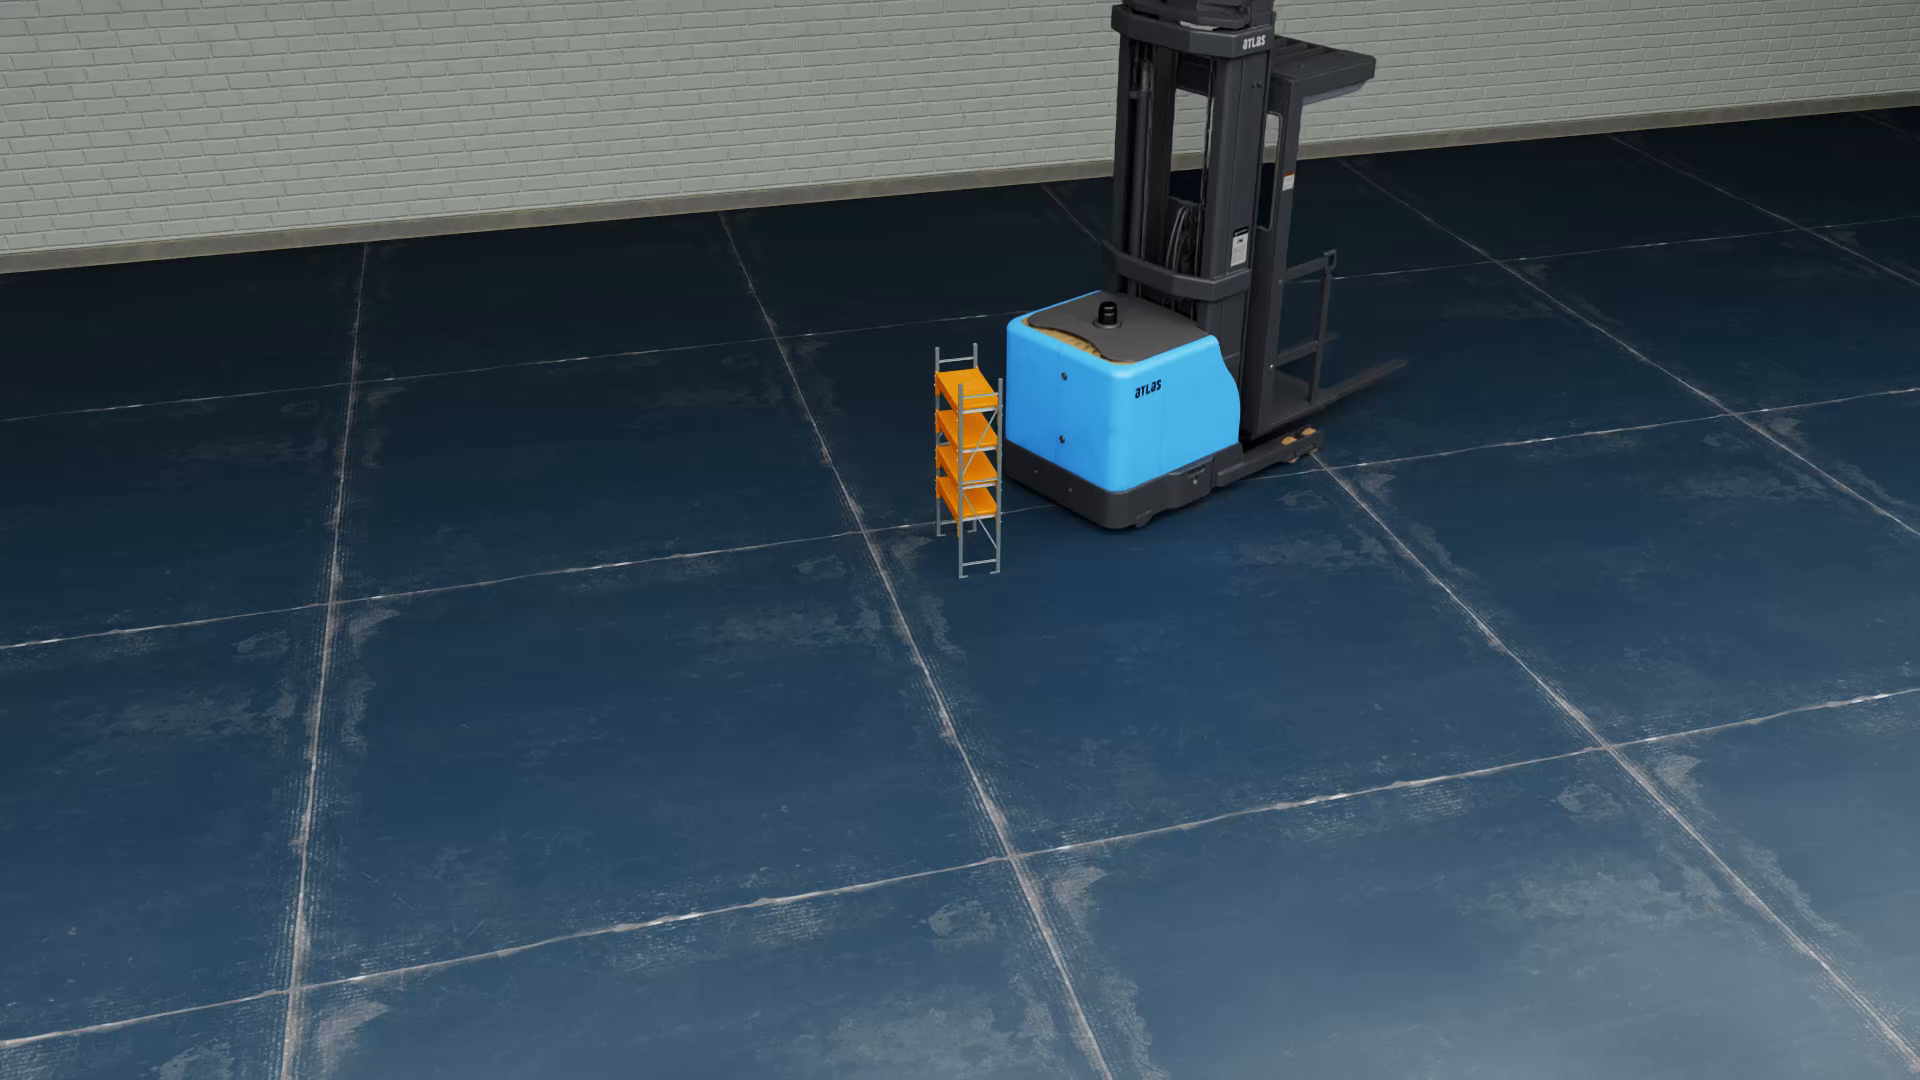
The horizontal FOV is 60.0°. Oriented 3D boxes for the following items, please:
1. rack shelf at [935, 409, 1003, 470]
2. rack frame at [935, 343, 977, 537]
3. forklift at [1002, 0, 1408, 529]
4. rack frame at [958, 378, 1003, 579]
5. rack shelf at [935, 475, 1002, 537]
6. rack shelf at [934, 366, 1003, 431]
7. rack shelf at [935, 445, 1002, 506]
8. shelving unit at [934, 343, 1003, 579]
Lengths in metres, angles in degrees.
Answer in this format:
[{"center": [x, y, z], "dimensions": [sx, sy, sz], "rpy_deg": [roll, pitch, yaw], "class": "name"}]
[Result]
[{"center": [0.044, -0.575, 9.233], "dimensions": [0.258, 0.148, 0.480], "rpy_deg": [-8, 31, -13], "class": "rack shelf"}, {"center": [-0.021, -0.557, 9.515], "dimensions": [0.240, 1.200, 0.015], "rpy_deg": [-8, 31, -13], "class": "rack frame"}, {"center": [1.713, -1.938, 10.173], "dimensions": [3.031, 2.935, 1.130], "rpy_deg": [-23, 37, -34], "class": "forklift"}, {"center": [0.109, -0.321, 9.108], "dimensions": [0.240, 1.200, 0.015], "rpy_deg": [-8, 31, -13], "class": "rack frame"}, {"center": [0.044, -0.209, 9.444], "dimensions": [0.258, 0.148, 0.480], "rpy_deg": [-8, 31, -13], "class": "rack shelf"}, {"center": [0.044, -0.779, 9.114], "dimensions": [0.258, 0.148, 0.480], "rpy_deg": [-8, 31, -13], "class": "rack shelf"}, {"center": [0.044, -0.381, 9.345], "dimensions": [0.258, 0.148, 0.480], "rpy_deg": [-8, 31, -13], "class": "rack shelf"}, {"center": [0.044, -0.439, 9.311], "dimensions": [0.258, 1.200, 0.503], "rpy_deg": [-8, 31, -13], "class": "shelving unit"}]
